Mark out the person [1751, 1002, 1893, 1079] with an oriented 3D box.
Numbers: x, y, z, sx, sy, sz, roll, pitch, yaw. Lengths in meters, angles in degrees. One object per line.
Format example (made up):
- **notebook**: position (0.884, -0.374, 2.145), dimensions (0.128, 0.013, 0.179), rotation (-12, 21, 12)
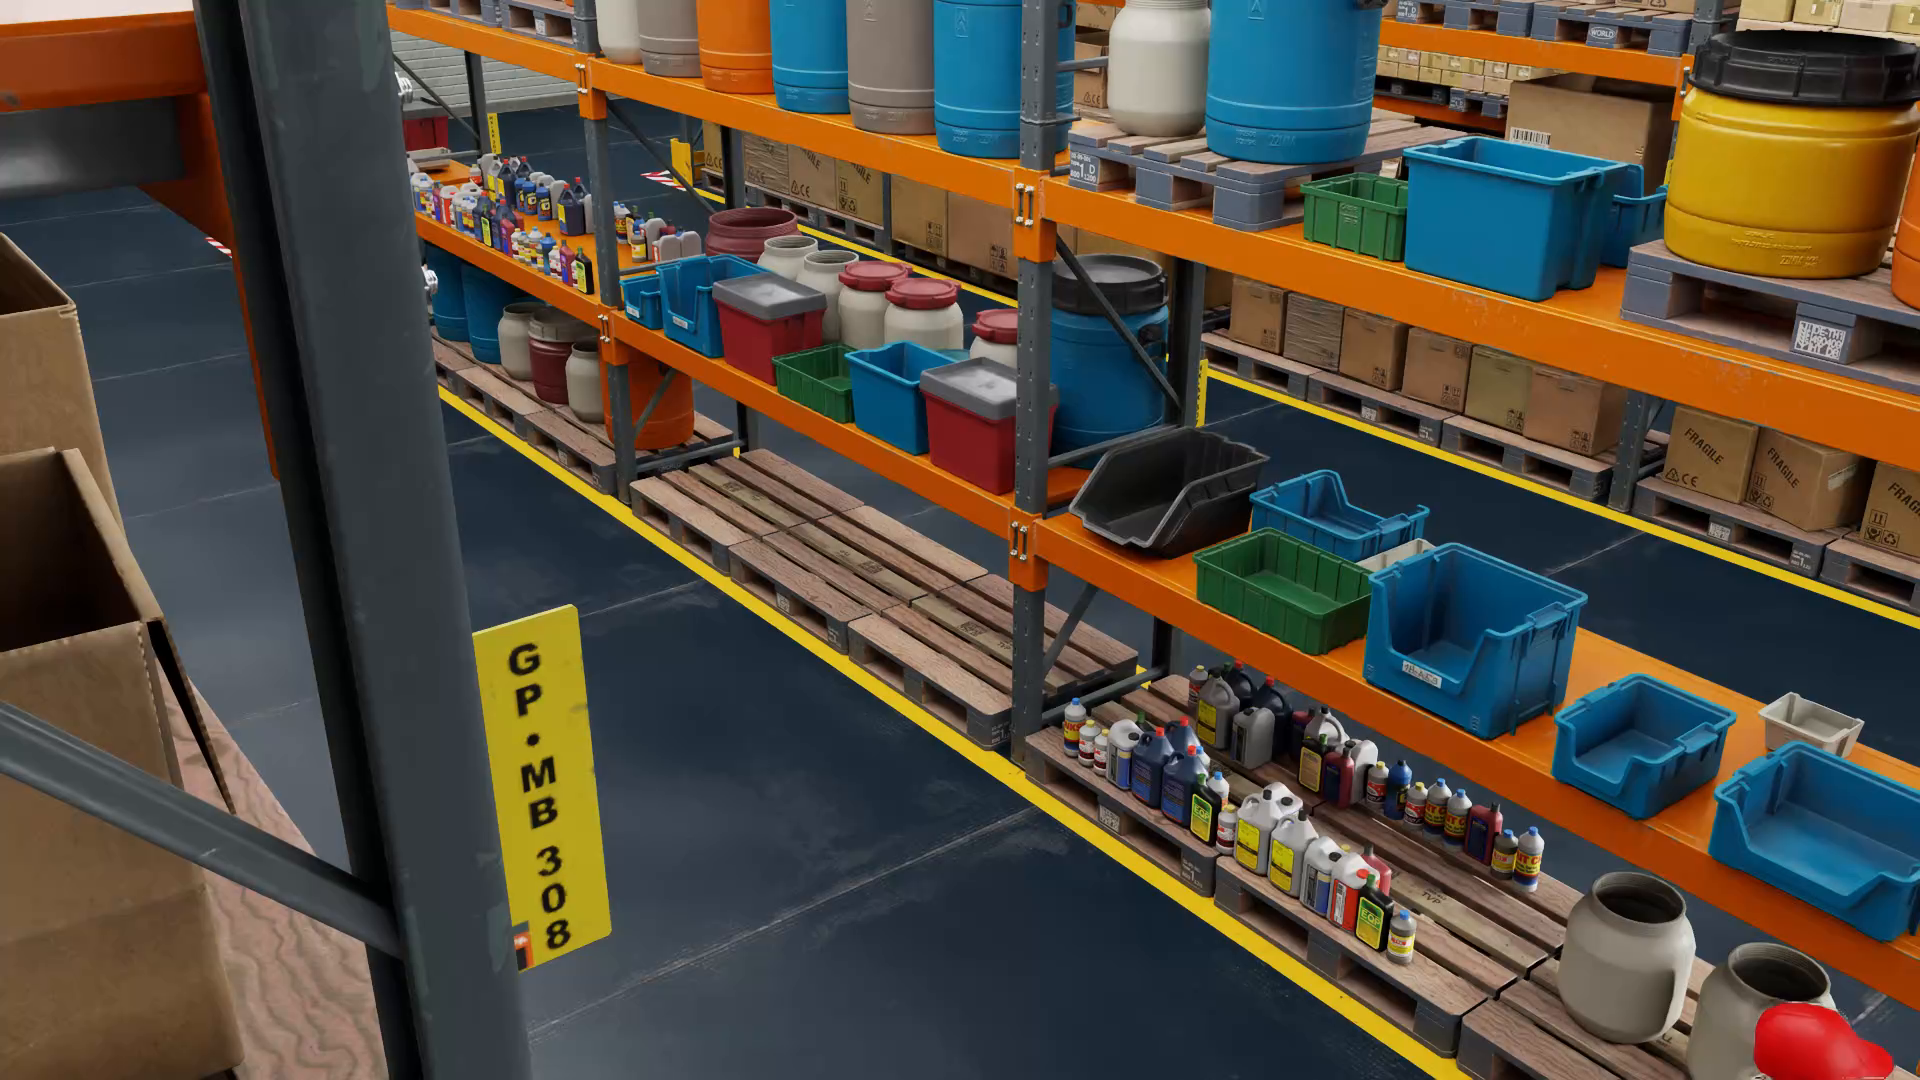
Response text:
- **person**: position (2.007, 1.853, 3.957), dimensions (0.995, 1.737, 0.577), rotation (20, 32, 38)
